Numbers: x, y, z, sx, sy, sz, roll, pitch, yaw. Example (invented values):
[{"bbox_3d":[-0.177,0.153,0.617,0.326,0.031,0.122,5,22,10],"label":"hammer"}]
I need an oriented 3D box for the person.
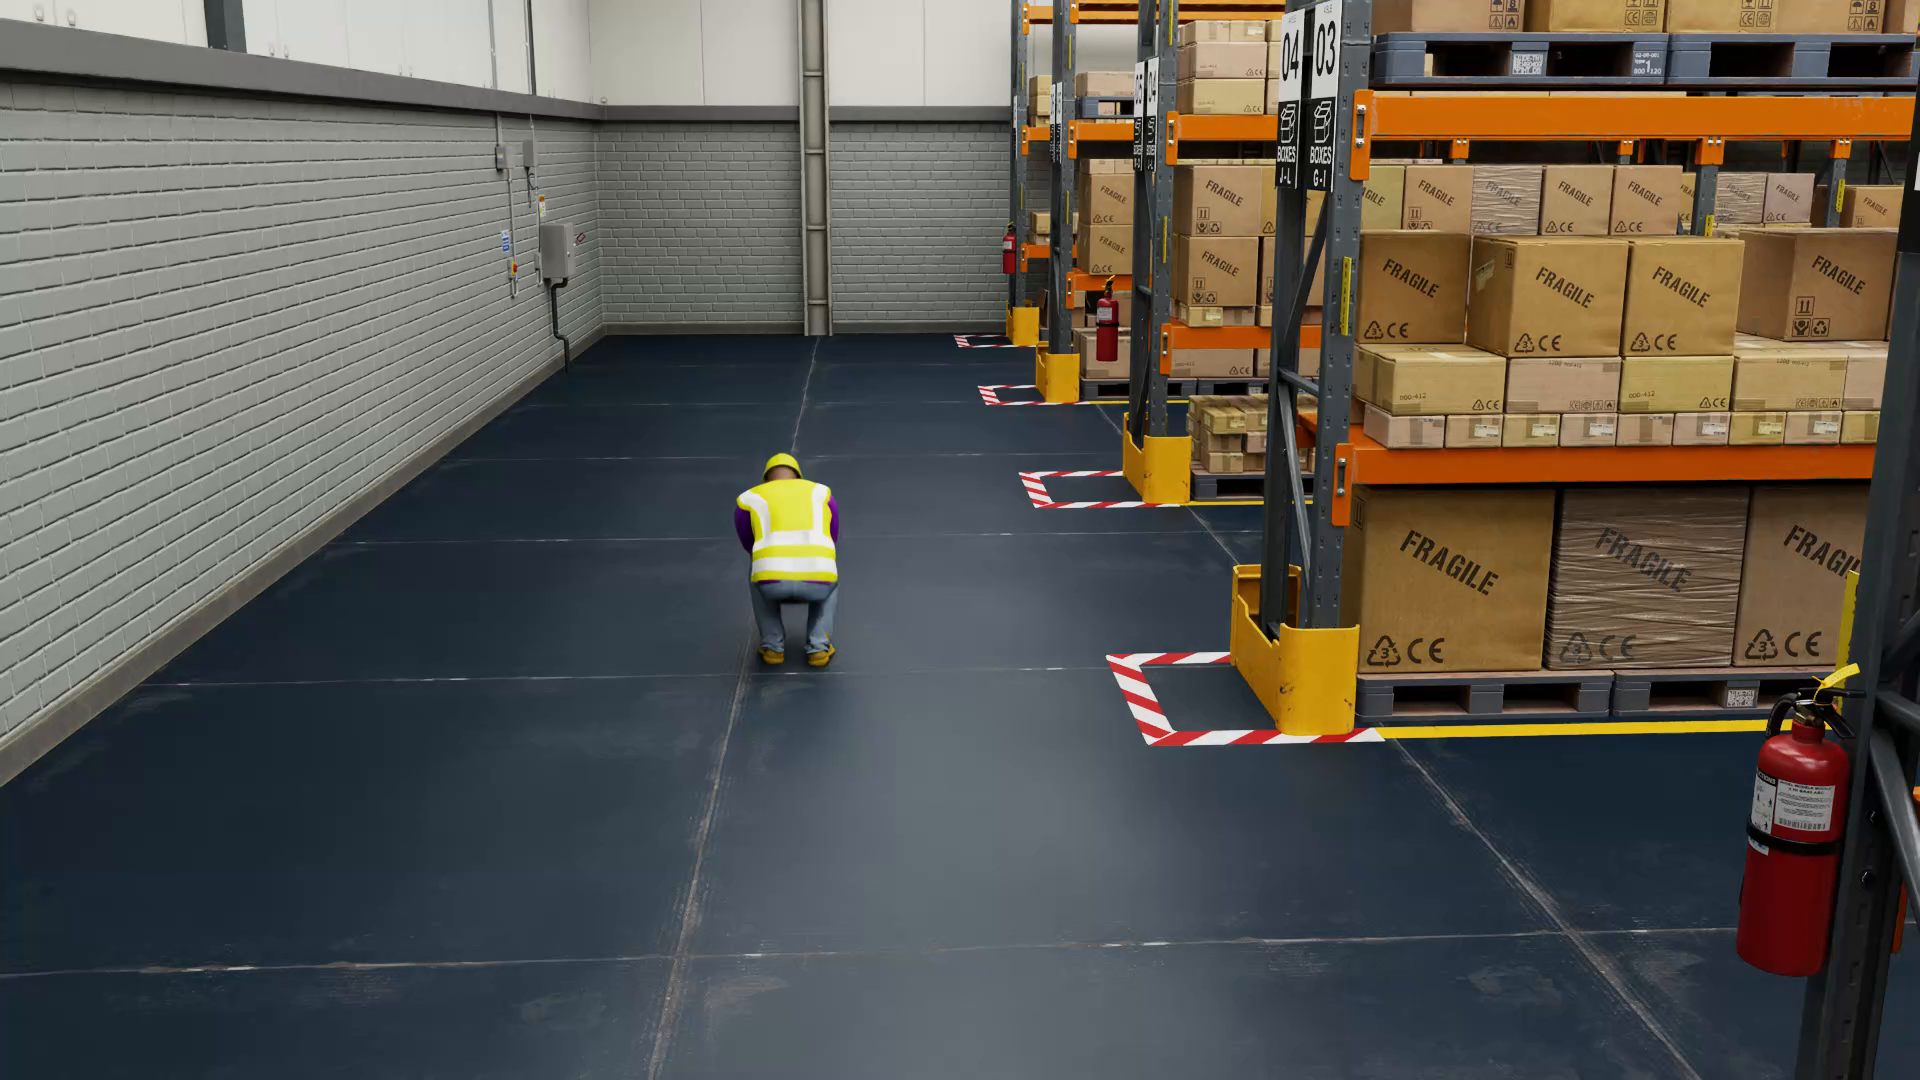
[{"bbox_3d":[-0.900,0.101,8.665,0.540,1.009,0.908,-1,13,-5],"label":"person"}]
